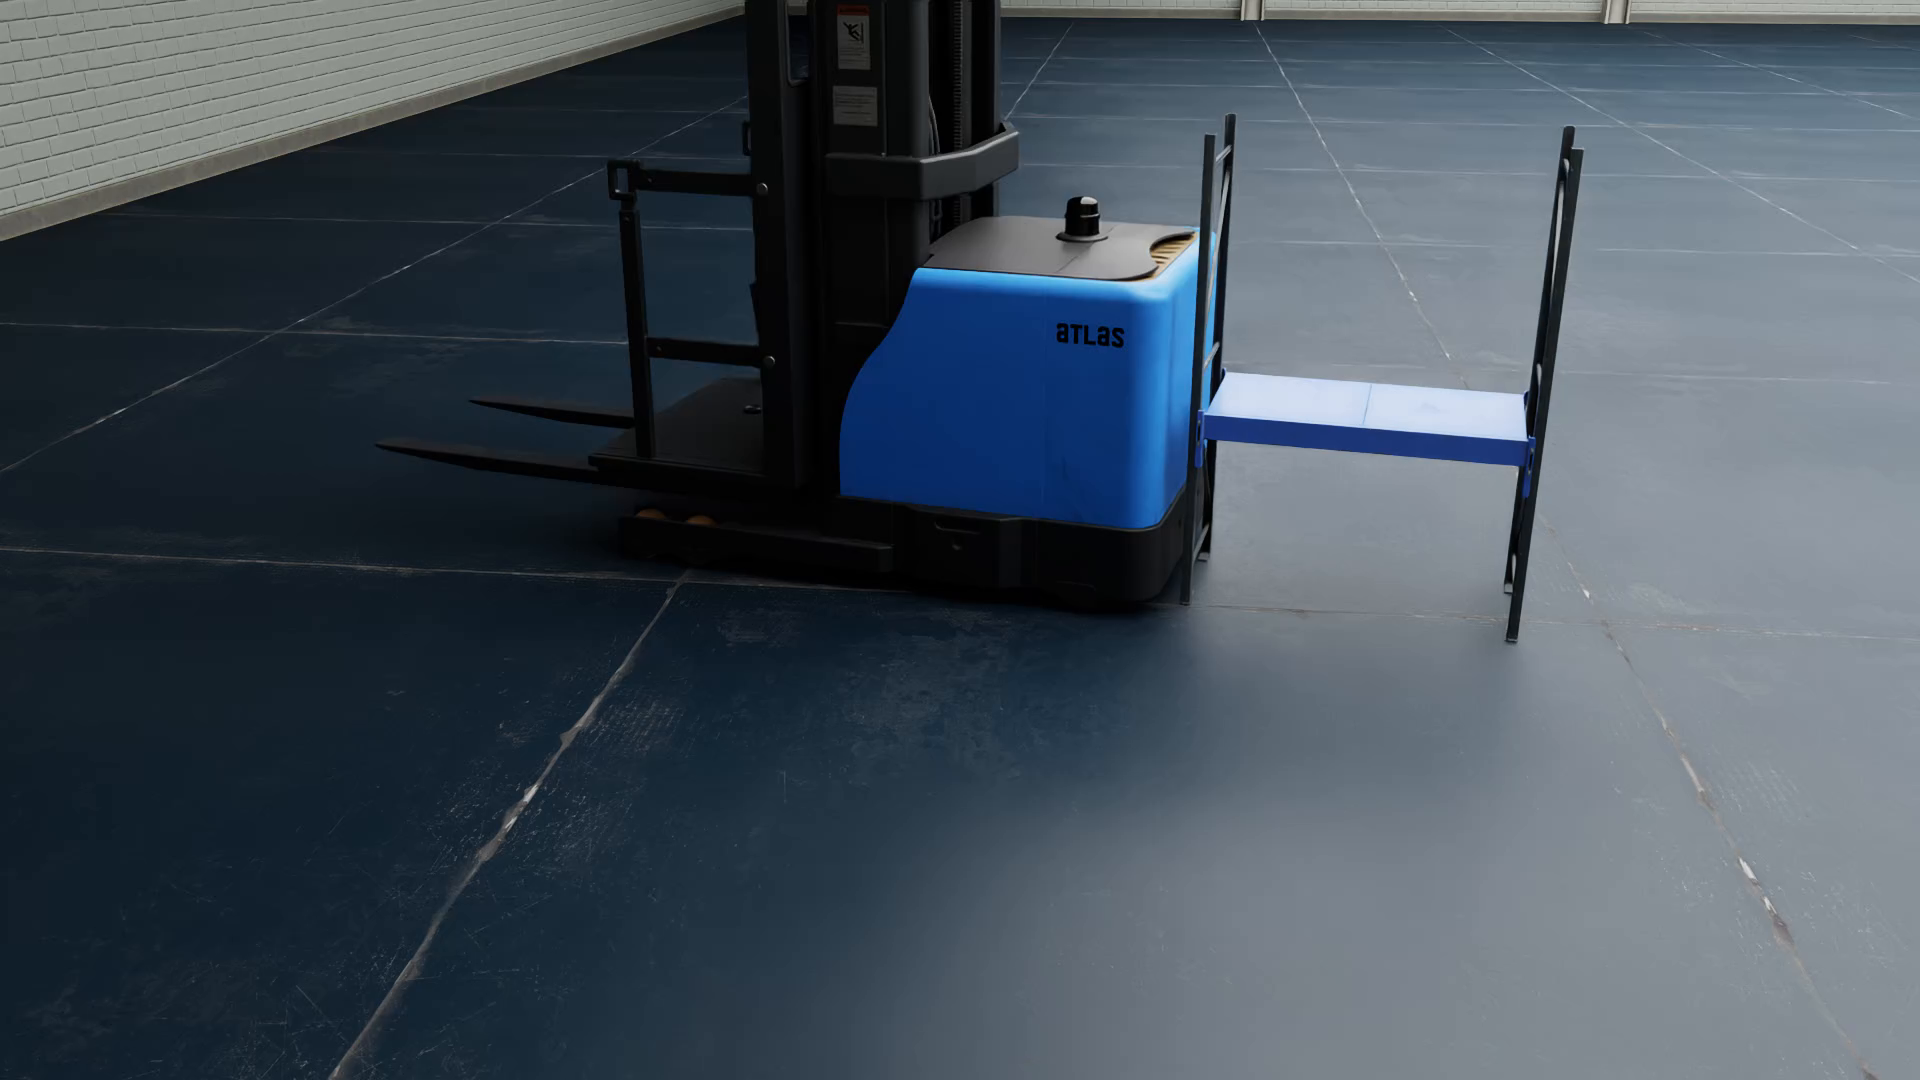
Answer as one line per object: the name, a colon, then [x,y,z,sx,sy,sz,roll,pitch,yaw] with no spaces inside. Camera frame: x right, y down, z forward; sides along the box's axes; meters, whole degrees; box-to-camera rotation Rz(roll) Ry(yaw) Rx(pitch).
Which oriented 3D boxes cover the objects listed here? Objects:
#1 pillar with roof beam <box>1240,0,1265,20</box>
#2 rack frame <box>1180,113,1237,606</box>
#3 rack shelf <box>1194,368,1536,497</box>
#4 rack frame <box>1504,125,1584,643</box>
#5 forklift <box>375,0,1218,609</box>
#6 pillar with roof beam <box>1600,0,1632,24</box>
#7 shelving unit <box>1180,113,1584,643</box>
pillar with roof beam: [4.499,-11.539,22.888,0.400,9.000,9.100,2,22,6]
rack frame: [0.799,-0.573,5.350,0.032,1.500,0.500,6,22,15]
rack shelf: [1.287,-0.354,5.285,1.000,0.185,0.538,6,22,15]
rack frame: [1.775,-0.469,5.087,0.032,1.500,0.500,6,22,15]
forklift: [-0.659,-1.453,5.628,3.031,2.935,1.130,7,23,17]
pillar with roof beam: [10.457,-11.280,22.232,0.400,9.000,9.100,2,22,6]
shelving unit: [1.287,-0.521,5.219,1.048,1.500,0.538,6,22,15]
